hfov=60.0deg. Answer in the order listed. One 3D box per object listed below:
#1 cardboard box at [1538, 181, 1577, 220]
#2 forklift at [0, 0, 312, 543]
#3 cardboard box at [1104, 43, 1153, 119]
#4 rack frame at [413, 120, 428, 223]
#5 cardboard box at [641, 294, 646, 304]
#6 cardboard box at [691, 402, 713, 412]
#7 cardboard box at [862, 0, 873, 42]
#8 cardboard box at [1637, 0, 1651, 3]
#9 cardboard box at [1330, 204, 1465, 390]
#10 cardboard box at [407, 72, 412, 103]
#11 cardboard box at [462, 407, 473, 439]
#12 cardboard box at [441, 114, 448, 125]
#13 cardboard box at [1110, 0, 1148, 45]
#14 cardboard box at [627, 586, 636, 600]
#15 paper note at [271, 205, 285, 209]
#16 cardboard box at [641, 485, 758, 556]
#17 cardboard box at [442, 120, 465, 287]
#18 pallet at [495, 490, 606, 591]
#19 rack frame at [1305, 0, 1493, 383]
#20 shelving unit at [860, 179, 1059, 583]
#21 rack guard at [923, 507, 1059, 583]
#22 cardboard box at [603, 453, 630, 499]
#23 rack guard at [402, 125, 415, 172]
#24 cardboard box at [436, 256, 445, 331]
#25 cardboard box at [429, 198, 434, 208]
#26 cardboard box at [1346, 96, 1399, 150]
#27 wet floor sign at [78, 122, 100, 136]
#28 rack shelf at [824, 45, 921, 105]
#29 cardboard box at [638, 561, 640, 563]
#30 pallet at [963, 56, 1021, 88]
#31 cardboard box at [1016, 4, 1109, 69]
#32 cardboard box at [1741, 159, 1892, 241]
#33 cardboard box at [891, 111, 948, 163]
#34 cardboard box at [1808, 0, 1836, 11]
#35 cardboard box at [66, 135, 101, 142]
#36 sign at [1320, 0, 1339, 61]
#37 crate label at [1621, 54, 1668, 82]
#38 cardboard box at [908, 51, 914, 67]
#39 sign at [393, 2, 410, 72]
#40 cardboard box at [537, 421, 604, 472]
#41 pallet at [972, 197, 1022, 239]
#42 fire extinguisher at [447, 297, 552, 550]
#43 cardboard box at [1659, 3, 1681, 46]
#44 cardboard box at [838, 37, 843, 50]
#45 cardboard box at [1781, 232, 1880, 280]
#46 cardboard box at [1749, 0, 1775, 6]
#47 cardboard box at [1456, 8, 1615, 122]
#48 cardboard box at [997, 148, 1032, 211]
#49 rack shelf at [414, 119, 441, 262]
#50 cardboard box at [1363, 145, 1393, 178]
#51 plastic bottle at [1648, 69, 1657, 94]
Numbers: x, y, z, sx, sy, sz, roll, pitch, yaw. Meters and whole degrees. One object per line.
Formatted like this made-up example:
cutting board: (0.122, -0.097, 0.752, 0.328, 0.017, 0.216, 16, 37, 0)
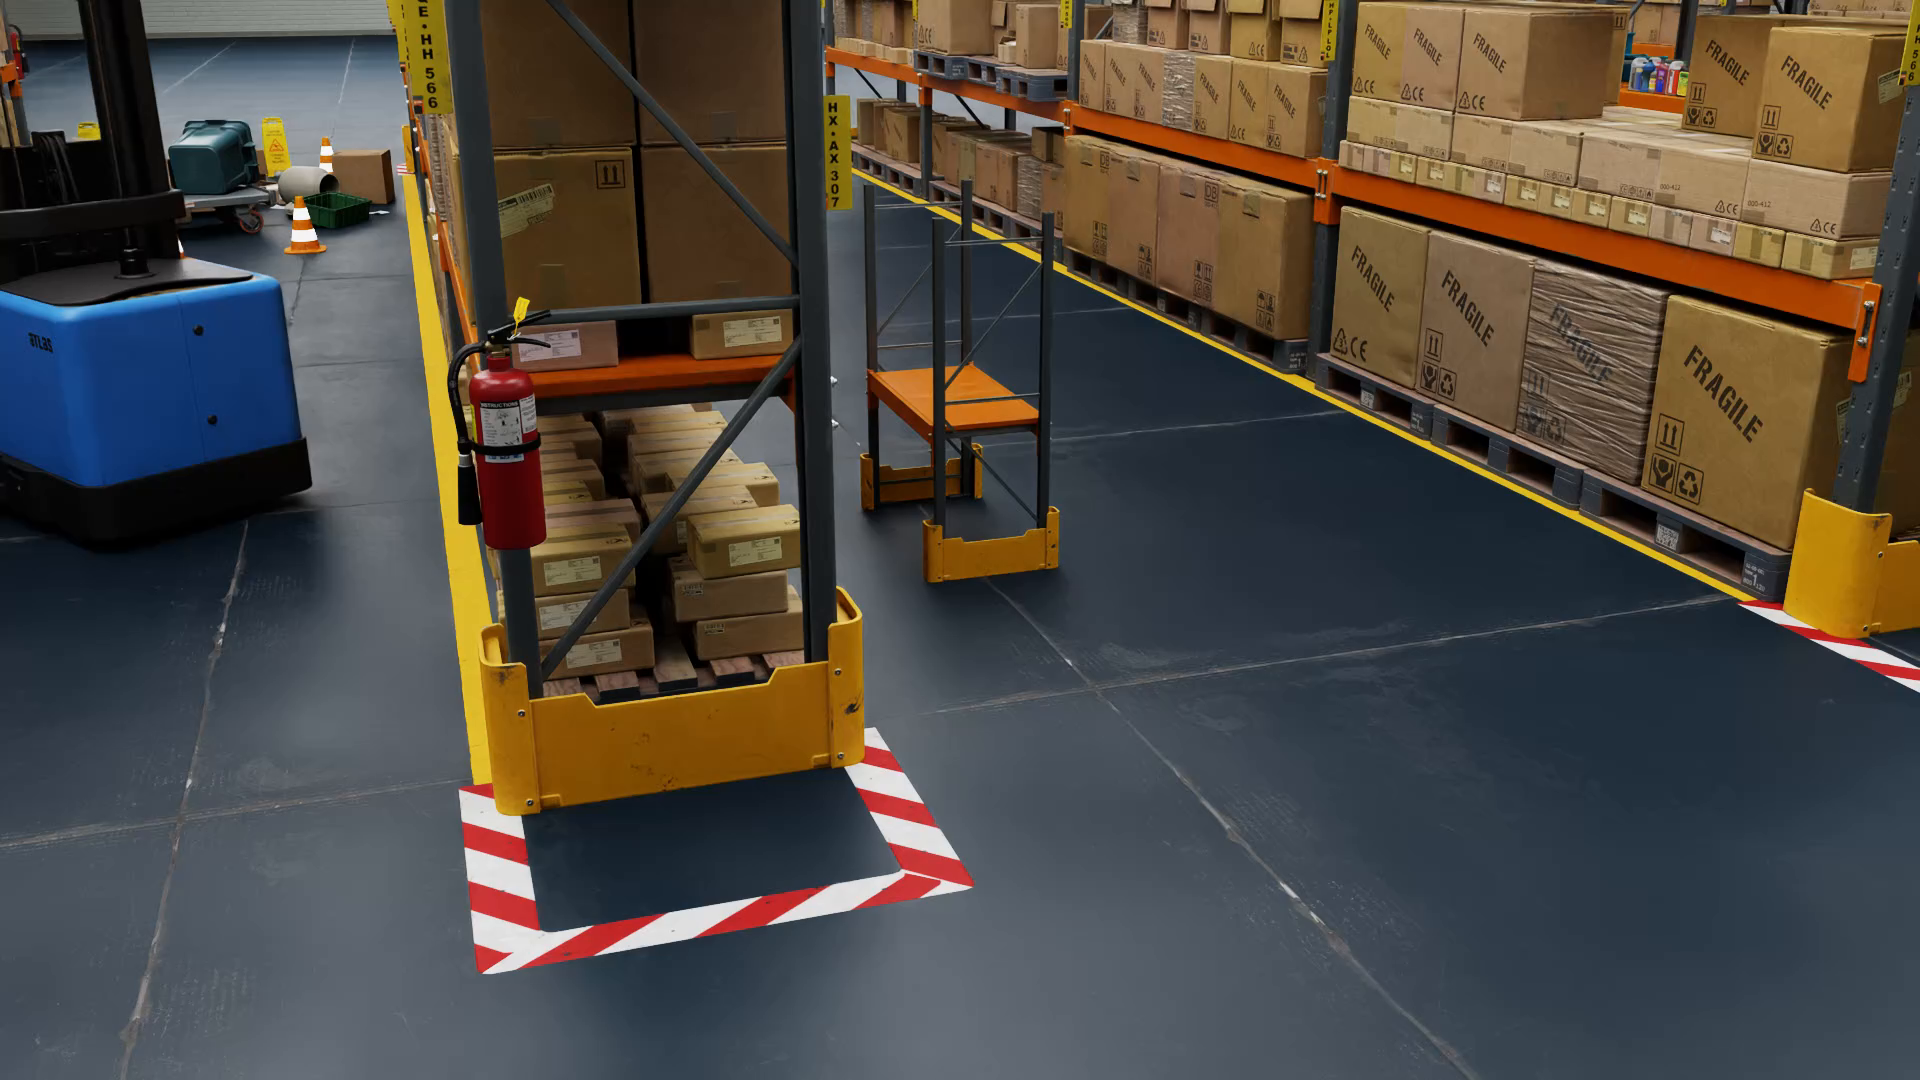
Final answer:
cardboard box: (2.957, -1.602, 7.812, 0.380, 0.149, 0.250, -6, 21, -16)
forklift: (-4.543, -1.757, 7.971, 3.031, 2.935, 1.130, 16, 25, 37)
cardboard box: (1.406, -3.415, 12.339, 0.500, 0.500, 0.500, -7, 21, -19)
rack frame: (-4.651, -4.507, 15.527, 1.000, 3.000, 0.127, -6, 21, -17)
cardboard box: (-1.034, -0.915, 5.898, 0.380, 0.149, 0.250, -5, 20, -15)
cardboard box: (-1.298, -0.579, 7.306, 0.380, 0.149, 0.250, -7, 21, -19)
cardboard box: (-0.634, -5.980, 19.041, 0.875, 0.500, 0.500, -6, 21, -17)
cardboard box: (8.809, -6.878, 21.019, 0.380, 0.149, 0.250, -6, 21, -16)
cardboard box: (2.736, -1.412, 9.432, 0.875, 0.875, 0.875, -6, 21, -17)
cardboard box: (-4.102, -3.707, 13.153, 0.500, 0.500, 0.500, -7, 21, -18)
cardboard box: (-2.243, -0.559, 8.133, 0.380, 0.149, 0.250, -6, 21, -16)
cardboard box: (-1.418, -1.597, 5.358, 0.500, 0.500, 0.500, -7, 21, -19)
cardboard box: (1.561, -4.001, 12.486, 0.797, 0.503, 0.637, -6, 21, -15)
cardboard box: (-1.347, 0.119, 5.803, 0.380, 0.149, 0.250, -7, 21, -18)
paper note: (-6.815, -3.348, 16.703, 0.172, 0.023, 0.155, 1, 20, 2)
cardboard box: (-0.922, -0.072, 5.896, 0.380, 0.149, 0.250, -6, 21, -16)
cardboard box: (-1.422, -1.126, 5.526, 0.500, 0.500, 0.500, -7, 21, -18)
pallet: (-1.504, -0.024, 7.170, 1.003, 0.211, 1.213, -6, 21, -17)
rack frame: (2.604, -2.434, 9.757, 1.000, 3.000, 0.127, -6, 21, -17)
shelving unit: (-0.024, -0.730, 7.231, 0.587, 1.500, 1.083, -6, 21, -17)
rack guard: (0.133, 0.018, 6.997, 0.587, 0.250, 0.087, -6, 21, -17)
cardboard box: (-1.269, -0.262, 6.865, 0.380, 0.149, 0.250, -5, 20, -14)
rack guard: (-5.915, -4.622, 19.545, 1.175, 0.500, 0.348, -6, 21, -17)
cardboard box: (-2.926, -1.502, 10.236, 0.500, 0.500, 0.500, -7, 21, -18)
cardboard box: (-3.104, -2.028, 10.592, 0.500, 0.250, 0.500, -6, 21, -17)
cardboard box: (2.503, -2.325, 9.235, 0.500, 0.250, 0.500, -7, 21, -18)
wet floor sign: (-9.619, -4.299, 18.431, 0.267, 0.644, 0.232, 1, 20, 2)
rack shelf: (-0.539, -5.305, 18.813, 1.077, 0.370, 4.000, -6, 21, -17)
cardboard box: (-1.131, -0.034, 6.670, 0.380, 0.149, 0.250, -6, 21, -17)
pallet: (0.686, -4.259, 15.120, 1.003, 0.211, 1.213, -6, 21, -17)
cardboard box: (0.869, -4.300, 14.183, 0.700, 0.500, 0.500, -3, 20, -9)
cardboard box: (3.457, -1.348, 6.513, 0.500, 0.250, 0.500, -7, 21, -18)
cardboard box: (-0.455, -4.529, 18.666, 0.500, 0.500, 0.500, -8, 21, -22)
cardboard box: (12.804, -7.971, 24.254, 0.500, 0.500, 0.500, -6, 21, -17)
cardboard box: (-7.638, -3.327, 14.821, 0.500, 0.500, 0.500, -6, 21, -17)
sign: (2.092, -2.881, 9.405, 0.100, 0.325, 0.005, -6, 21, -17)
crate label: (6.272, -4.341, 15.311, 0.303, 0.233, 0.416, -6, 21, -17)
cardboard box: (-0.326, -5.002, 17.278, 0.380, 0.149, 0.250, -6, 21, -17)
sign: (-2.662, -2.425, 8.017, 0.100, 0.325, 0.005, -6, 21, -17)
cardboard box: (-1.648, -0.358, 6.692, 0.380, 0.149, 0.250, -7, 21, -19)
pallet: (0.723, -3.047, 15.589, 1.003, 0.211, 1.213, -6, 21, -17)
fire extinguisher: (-1.238, -0.315, 4.521, 0.296, 0.674, 0.183, -6, 21, -17)
cardboard box: (9.178, -6.410, 20.678, 0.700, 0.500, 0.500, -7, 21, -18)
cardboard box: (-1.244, -5.968, 19.966, 0.380, 0.149, 0.250, -6, 21, -17)
cardboard box: (3.437, -1.112, 6.446, 0.380, 0.149, 0.250, -6, 21, -16)
cardboard box: (9.595, -6.512, 20.002, 0.380, 0.149, 0.250, -6, 21, -17)
cardboard box: (2.827, -2.351, 8.196, 0.500, 0.500, 0.500, -7, 21, -19)
cardboard box: (0.746, -3.319, 15.268, 0.700, 0.500, 0.500, -5, 20, -13)
rack shelf: (-2.765, -2.243, 10.288, 1.077, 0.370, 4.000, -6, 21, -17)
cardboard box: (2.464, -2.102, 9.202, 0.380, 0.149, 0.250, -7, 21, -19)
plastic bottle: (5.919, -3.906, 14.148, 0.097, 0.201, 0.097, 0, 20, 0)
